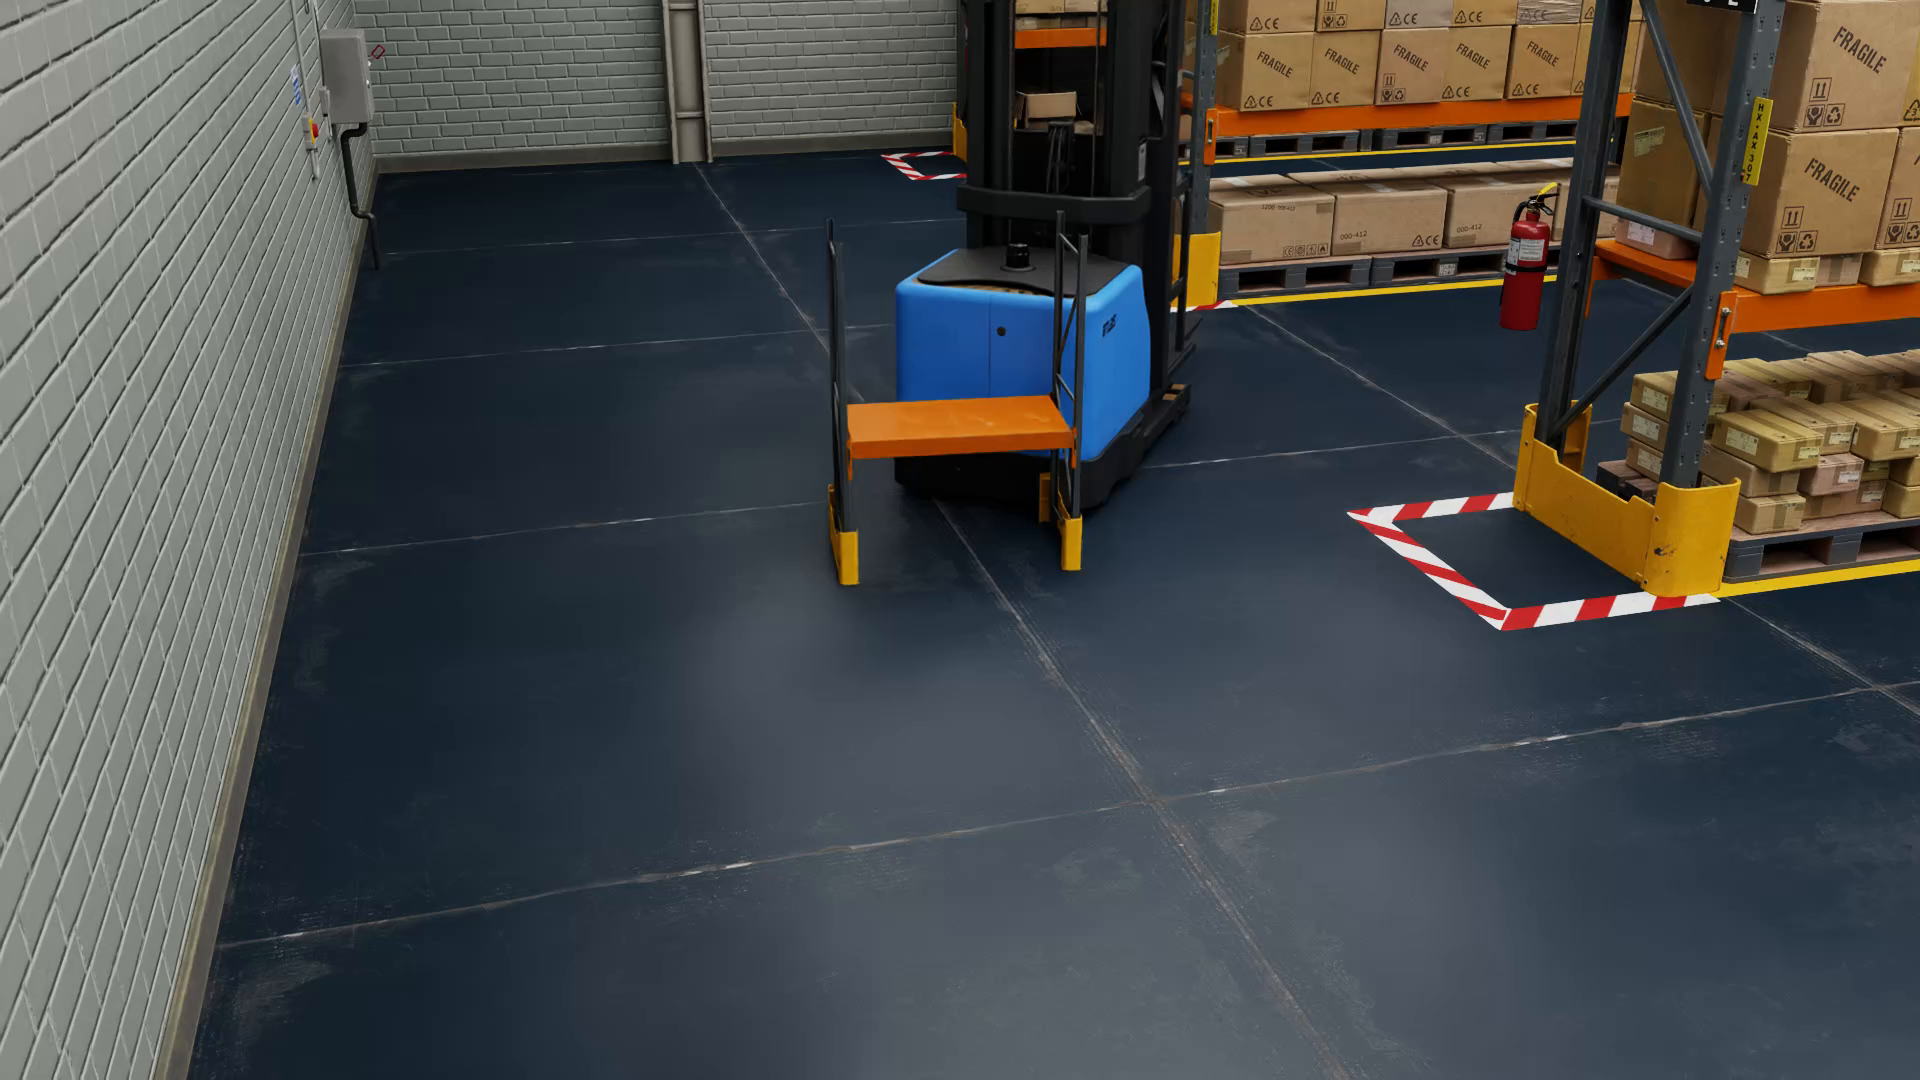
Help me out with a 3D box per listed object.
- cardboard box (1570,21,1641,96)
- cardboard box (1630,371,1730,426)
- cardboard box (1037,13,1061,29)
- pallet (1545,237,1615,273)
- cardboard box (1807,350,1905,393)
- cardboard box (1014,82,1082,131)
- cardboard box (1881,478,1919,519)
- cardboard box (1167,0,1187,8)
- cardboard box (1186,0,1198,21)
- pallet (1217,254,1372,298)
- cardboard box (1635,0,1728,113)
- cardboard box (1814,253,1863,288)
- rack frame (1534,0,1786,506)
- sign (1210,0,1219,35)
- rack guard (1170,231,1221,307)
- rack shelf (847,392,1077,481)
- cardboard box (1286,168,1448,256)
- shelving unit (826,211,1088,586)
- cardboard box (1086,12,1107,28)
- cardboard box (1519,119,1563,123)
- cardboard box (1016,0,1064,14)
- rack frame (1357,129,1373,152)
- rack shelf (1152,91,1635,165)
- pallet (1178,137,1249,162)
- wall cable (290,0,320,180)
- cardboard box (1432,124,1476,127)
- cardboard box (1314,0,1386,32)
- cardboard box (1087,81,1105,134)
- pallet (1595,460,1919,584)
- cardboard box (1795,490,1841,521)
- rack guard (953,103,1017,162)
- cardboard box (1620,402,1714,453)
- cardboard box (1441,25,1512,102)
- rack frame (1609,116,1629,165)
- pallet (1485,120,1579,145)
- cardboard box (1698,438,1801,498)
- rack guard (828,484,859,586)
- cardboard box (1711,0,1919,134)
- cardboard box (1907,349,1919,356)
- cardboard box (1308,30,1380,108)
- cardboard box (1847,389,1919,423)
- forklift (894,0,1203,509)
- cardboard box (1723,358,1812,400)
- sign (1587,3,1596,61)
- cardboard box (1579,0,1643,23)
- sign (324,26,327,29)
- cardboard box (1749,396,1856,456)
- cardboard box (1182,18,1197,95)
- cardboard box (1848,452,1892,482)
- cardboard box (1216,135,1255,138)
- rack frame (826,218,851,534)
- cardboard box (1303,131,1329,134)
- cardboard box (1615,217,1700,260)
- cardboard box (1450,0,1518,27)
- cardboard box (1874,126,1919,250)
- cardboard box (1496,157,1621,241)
[{"bbox_3d":[4.486,-3.491,11.956,0.500,0.500,0.500,-7,24,-16],"label":"cardboard box"},{"bbox_3d":[3.382,-0.663,7.820,0.250,0.149,0.380,-6,24,-14],"label":"cardboard box"},{"bbox_3d":[0.784,-4.967,15.840,0.250,0.149,0.380,-6,24,-13],"label":"cardboard box"},{"bbox_3d":[4.604,-2.316,12.880,1.213,0.211,1.003,-6,24,-14],"label":"pallet"},{"bbox_3d":[4.364,-0.797,8.132,0.250,0.149,0.380,-5,24,-12],"label":"cardboard box"},{"bbox_3d":[0.776,-4.182,16.325,0.637,0.503,0.797,-7,24,-16],"label":"cardboard box"},{"bbox_3d":[4.274,-0.245,7.600,0.250,0.149,0.380,-6,24,-14],"label":"cardboard box"},{"bbox_3d":[2.130,-5.292,16.093,0.500,0.250,0.500,-7,24,-16],"label":"cardboard box"},{"bbox_3d":[1.906,-3.870,11.570,0.500,0.500,0.500,-6,24,-13],"label":"cardboard box"},{"bbox_3d":[2.255,-2.056,12.274,1.213,0.211,1.003,-6,24,-14],"label":"pallet"},{"bbox_3d":[3.314,-2.140,7.160,0.500,0.500,0.500,-7,24,-15],"label":"cardboard box"},{"bbox_3d":[3.575,-1.192,7.042,0.250,0.149,0.380,-5,24,-12],"label":"cardboard box"},{"bbox_3d":[2.940,-1.354,7.102,0.127,3.000,1.000,-6,24,-14],"label":"rack frame"},{"bbox_3d":[1.650,-3.446,10.778,0.005,0.325,0.100,-6,24,-14],"label":"sign"},{"bbox_3d":[1.483,-2.072,11.944,0.348,0.500,1.175,-6,24,-14],"label":"rack guard"},{"bbox_3d":[-0.026,-0.469,7.398,1.000,0.185,0.538,-3,23,-8],"label":"rack shelf"},{"bbox_3d":[2.993,-2.447,12.366,0.875,0.438,0.875,-6,24,-13],"label":"cardboard box"},{"bbox_3d":[-0.035,-0.634,7.326,1.083,1.500,0.587,-3,23,-8],"label":"shelving unit"},{"bbox_3d":[1.288,-5.012,15.945,0.250,0.149,0.380,-6,24,-13],"label":"cardboard box"},{"bbox_3d":[6.032,-4.708,17.556,0.500,0.500,0.500,-7,24,-16],"label":"cardboard box"},{"bbox_3d":[0.671,-5.121,15.693,0.500,0.250,0.500,-6,24,-14],"label":"cardboard box"},{"bbox_3d":[4.013,-5.533,16.841,0.127,3.000,1.000,-6,24,-14],"label":"rack frame"},{"bbox_3d":[3.432,-3.105,12.095,4.000,0.370,1.077,-6,24,-14],"label":"rack shelf"},{"bbox_3d":[2.174,-4.047,16.915,1.213,0.211,1.003,-6,24,-14],"label":"pallet"},{"bbox_3d":[-3.917,-3.095,9.830,0.123,1.953,0.585,-6,24,-14],"label":"wall cable"},{"bbox_3d":[5.049,-4.604,17.313,0.500,0.500,0.500,-7,24,-15],"label":"cardboard box"},{"bbox_3d":[2.541,-3.729,11.242,0.500,0.500,0.500,-7,24,-16],"label":"cardboard box"},{"bbox_3d":[1.610,-4.257,16.504,0.500,0.500,0.700,-5,24,-12],"label":"cardboard box"},{"bbox_3d":[3.805,-0.154,7.841,1.213,0.211,1.003,-6,24,-14],"label":"pallet"},{"bbox_3d":[3.761,-0.230,7.566,0.250,0.149,0.380,-6,24,-15],"label":"cardboard box"},{"bbox_3d":[0.235,-3.966,16.360,0.348,0.500,1.175,-6,24,-14],"label":"rack guard"},{"bbox_3d":[3.371,-0.538,7.906,0.250,0.149,0.380,-7,24,-16],"label":"cardboard box"},{"bbox_3d":[3.497,-3.382,11.702,0.500,0.500,0.500,-6,24,-13],"label":"cardboard box"},{"bbox_3d":[5.357,-3.649,12.450,0.127,3.000,1.000,-6,24,-14],"label":"rack frame"},{"bbox_3d":[5.963,-4.484,17.932,1.213,0.211,1.003,-6,24,-14],"label":"pallet"},{"bbox_3d":[3.514,-0.332,7.426,0.250,0.149,0.380,-5,24,-12],"label":"cardboard box"},{"bbox_3d":[-0.527,-0.030,7.503,0.087,0.250,0.587,-3,23,-8],"label":"rack guard"},{"bbox_3d":[3.444,-1.943,6.703,0.500,0.500,0.500,-6,24,-15],"label":"cardboard box"},{"bbox_3d":[4.892,-0.822,8.190,0.250,0.149,0.380,-6,24,-14],"label":"cardboard box"},{"bbox_3d":[2.525,-3.275,11.453,0.500,0.500,0.500,-7,24,-15],"label":"cardboard box"},{"bbox_3d":[4.263,-0.548,7.552,0.250,0.149,0.380,-8,24,-17],"label":"cardboard box"},{"bbox_3d":[0.672,-2.046,8.802,1.130,2.935,3.031,8,25,19],"label":"forklift"},{"bbox_3d":[3.854,-0.744,8.008,0.250,0.149,0.380,-7,24,-16],"label":"cardboard box"},{"bbox_3d":[2.810,-2.244,7.308,0.005,0.325,0.100,-6,24,-14],"label":"sign"},{"bbox_3d":[4.487,-3.948,11.753,0.500,0.500,0.500,-7,24,-15],"label":"cardboard box"},{"bbox_3d":[-4.677,-3.548,12.336,0.001,0.494,0.329,-6,24,-14],"label":"sign"},{"bbox_3d":[3.769,-0.512,7.468,0.250,0.149,0.380,-6,24,-13],"label":"cardboard box"},{"bbox_3d":[1.899,-3.421,11.791,0.500,0.500,0.500,-6,24,-14],"label":"cardboard box"},{"bbox_3d":[4.005,-0.400,7.583,0.250,0.149,0.380,-6,24,-14],"label":"cardboard box"},{"bbox_3d":[2.609,-4.367,16.761,0.500,0.500,0.700,-7,24,-16],"label":"cardboard box"},{"bbox_3d":[-0.528,-0.604,7.257,0.032,1.500,0.500,-3,23,-8],"label":"rack frame"},{"bbox_3d":[3.556,-4.245,16.922,0.250,0.149,0.380,-7,24,-16],"label":"cardboard box"},{"bbox_3d":[3.178,-1.381,7.483,0.250,0.149,0.380,-6,24,-14],"label":"cardboard box"},{"bbox_3d":[3.514,-3.840,11.501,0.500,0.500,0.500,-6,24,-14],"label":"cardboard box"},{"bbox_3d":[3.956,-1.547,7.046,0.500,0.500,0.500,-6,24,-14],"label":"cardboard box"},{"bbox_3d":[4.724,-2.638,12.811,0.875,0.438,0.875,-7,24,-15],"label":"cardboard box"}]
